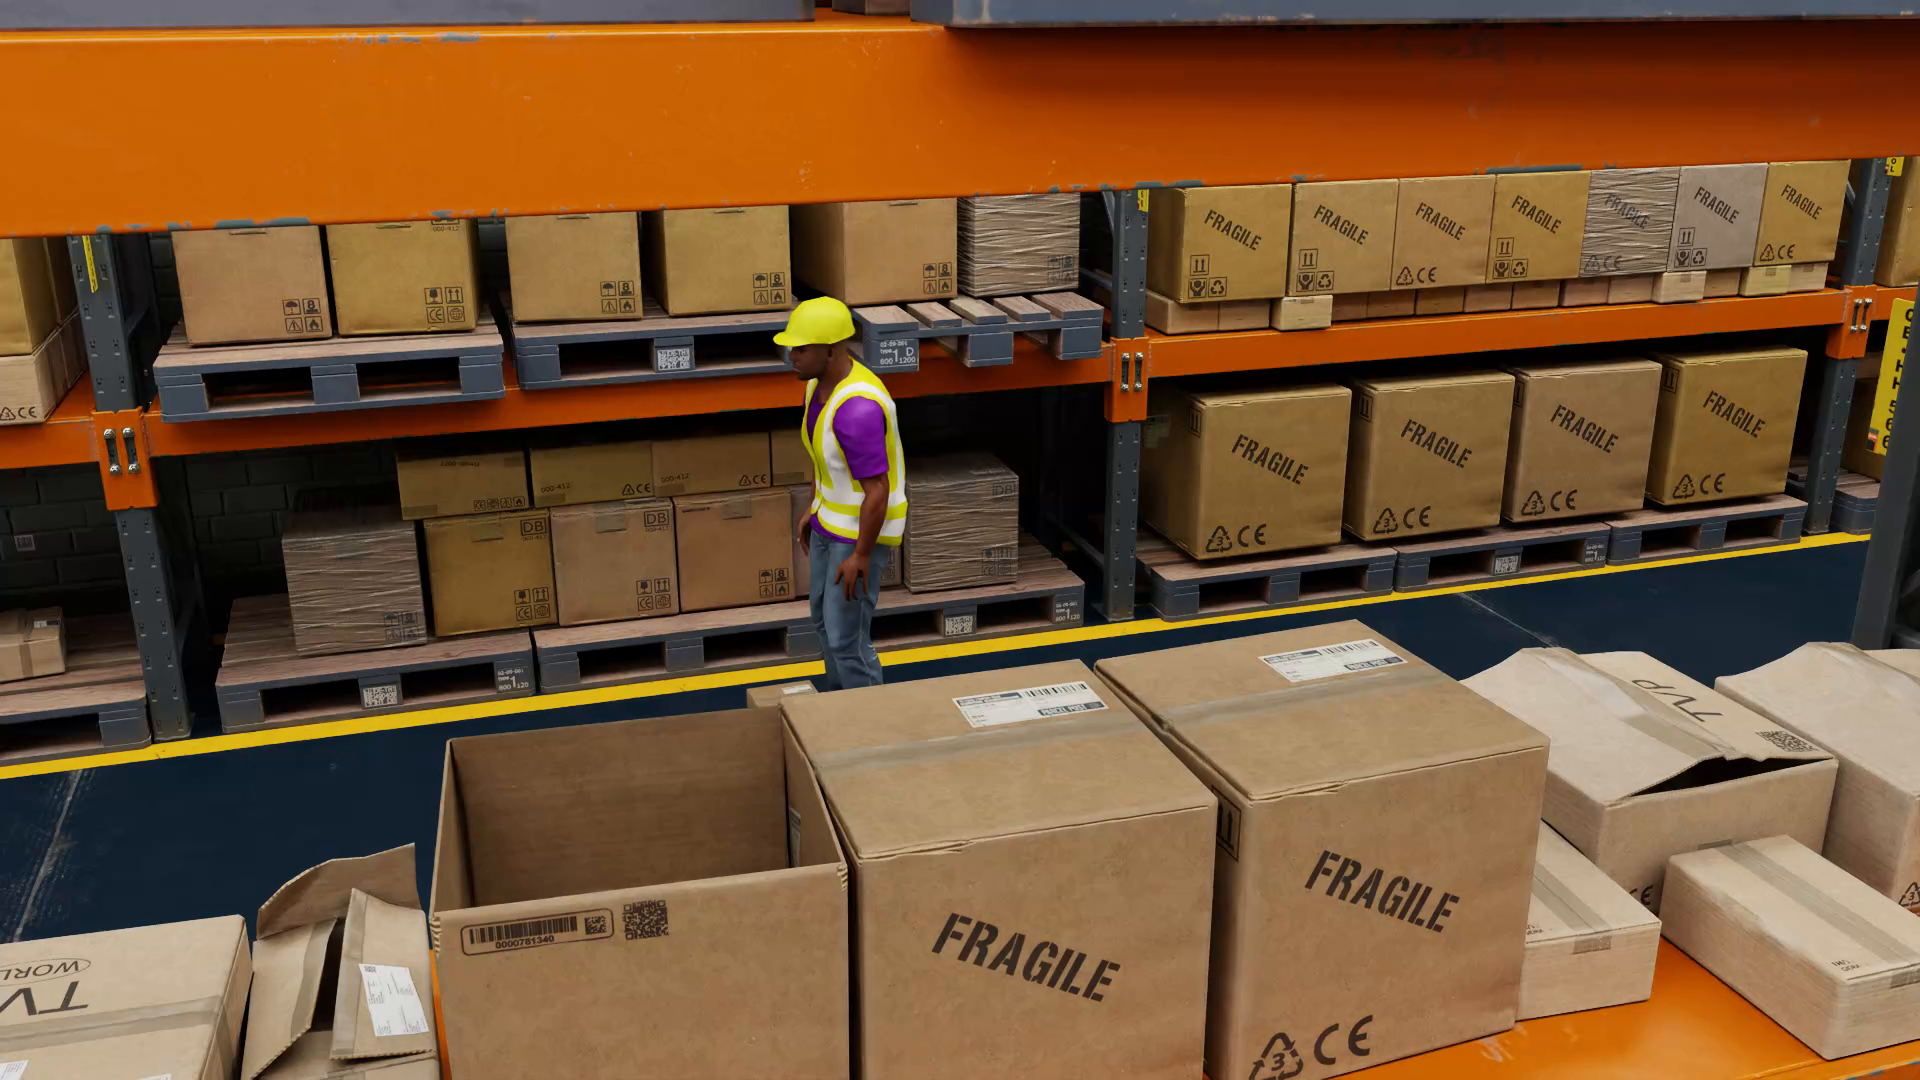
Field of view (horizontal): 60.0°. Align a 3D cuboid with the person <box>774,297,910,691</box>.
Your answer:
[{"bbox_3d":[-0.439,-0.029,6.124,0.467,1.759,0.631,-7,20,-20],"label":"person"}]
